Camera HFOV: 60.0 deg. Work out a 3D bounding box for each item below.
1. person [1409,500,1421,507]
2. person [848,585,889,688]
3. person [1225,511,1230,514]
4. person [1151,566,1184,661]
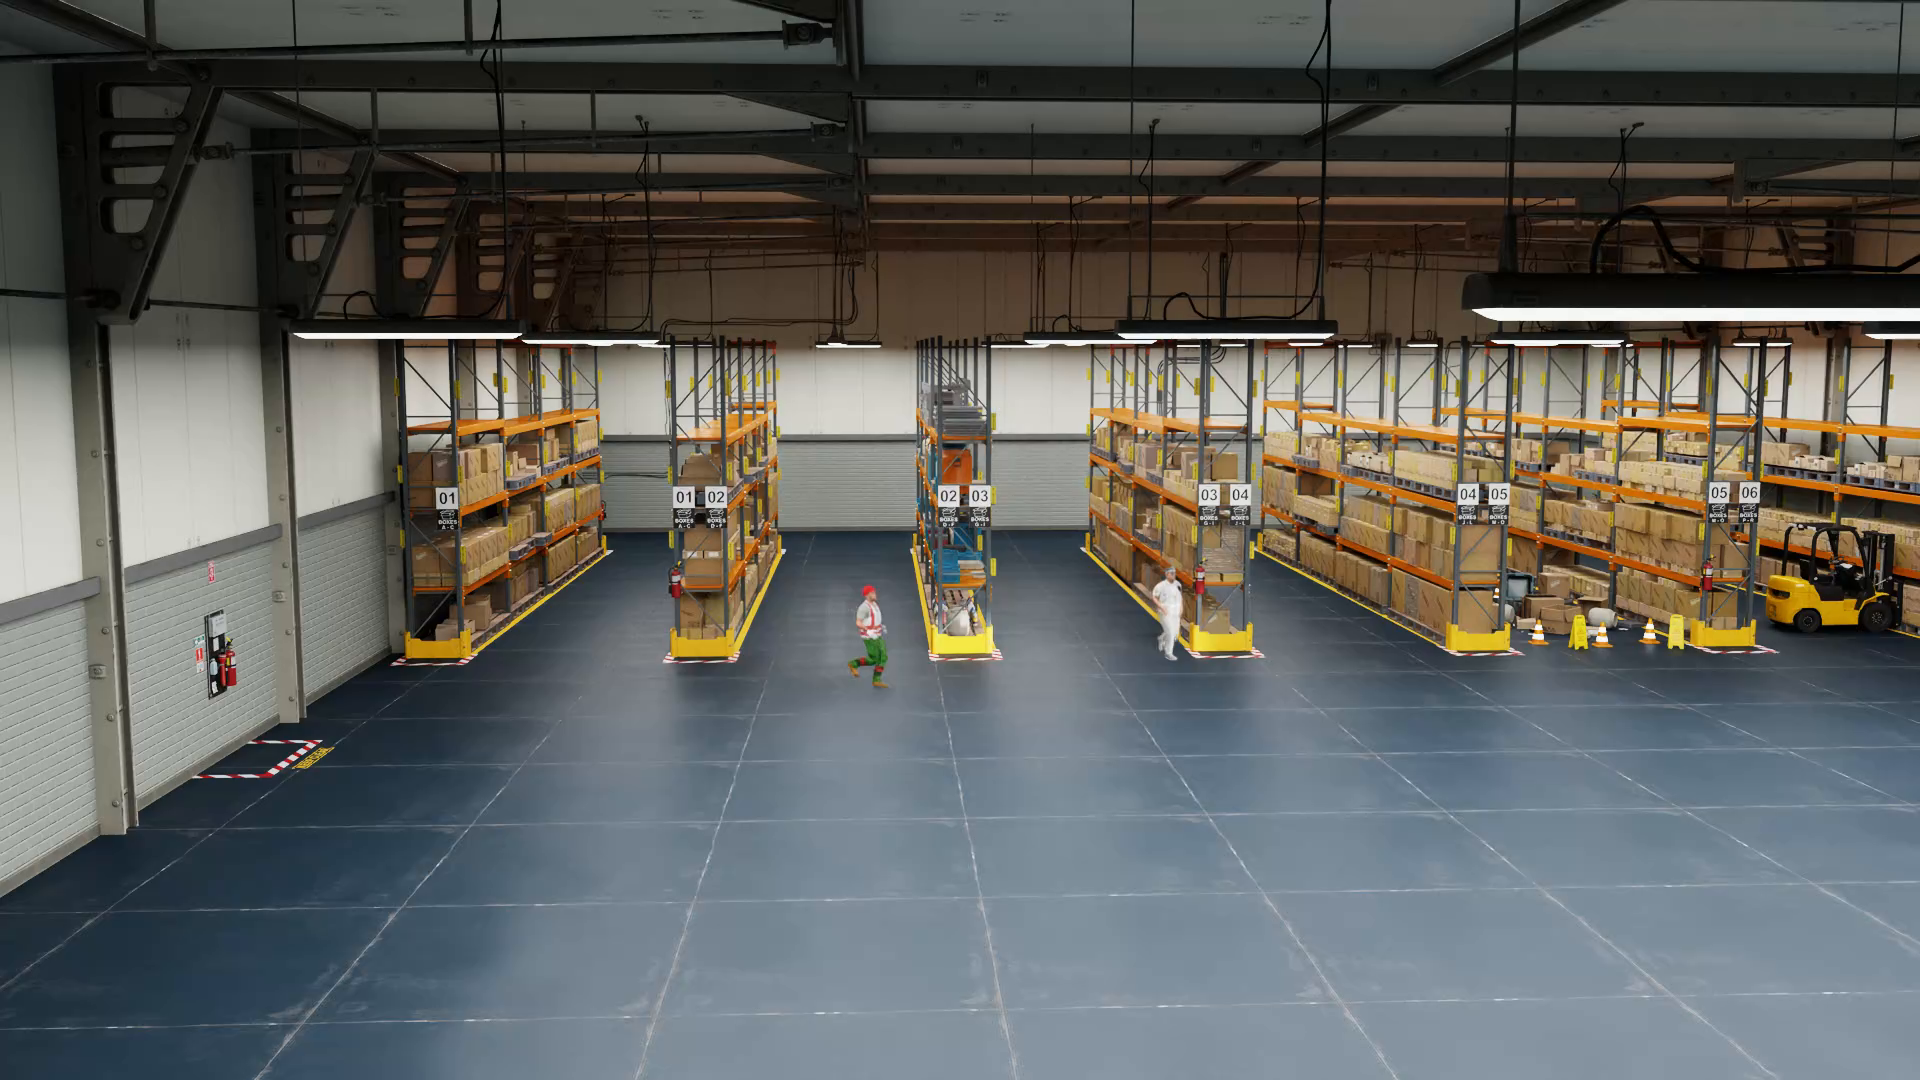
[{"bbox_3d":[13.567,-0.694,49.503,0.582,1.607,0.623,0,6,0],"label":"person"},{"bbox_3d":[-1.548,1.642,28.441,0.731,1.748,0.667,3,7,24],"label":"person"},{"bbox_3d":[7.477,-0.310,46.084,0.656,1.651,0.633,0,7,3],"label":"person"},{"bbox_3d":[3.880,1.340,31.096,0.683,1.748,0.717,-4,8,-30],"label":"person"}]
